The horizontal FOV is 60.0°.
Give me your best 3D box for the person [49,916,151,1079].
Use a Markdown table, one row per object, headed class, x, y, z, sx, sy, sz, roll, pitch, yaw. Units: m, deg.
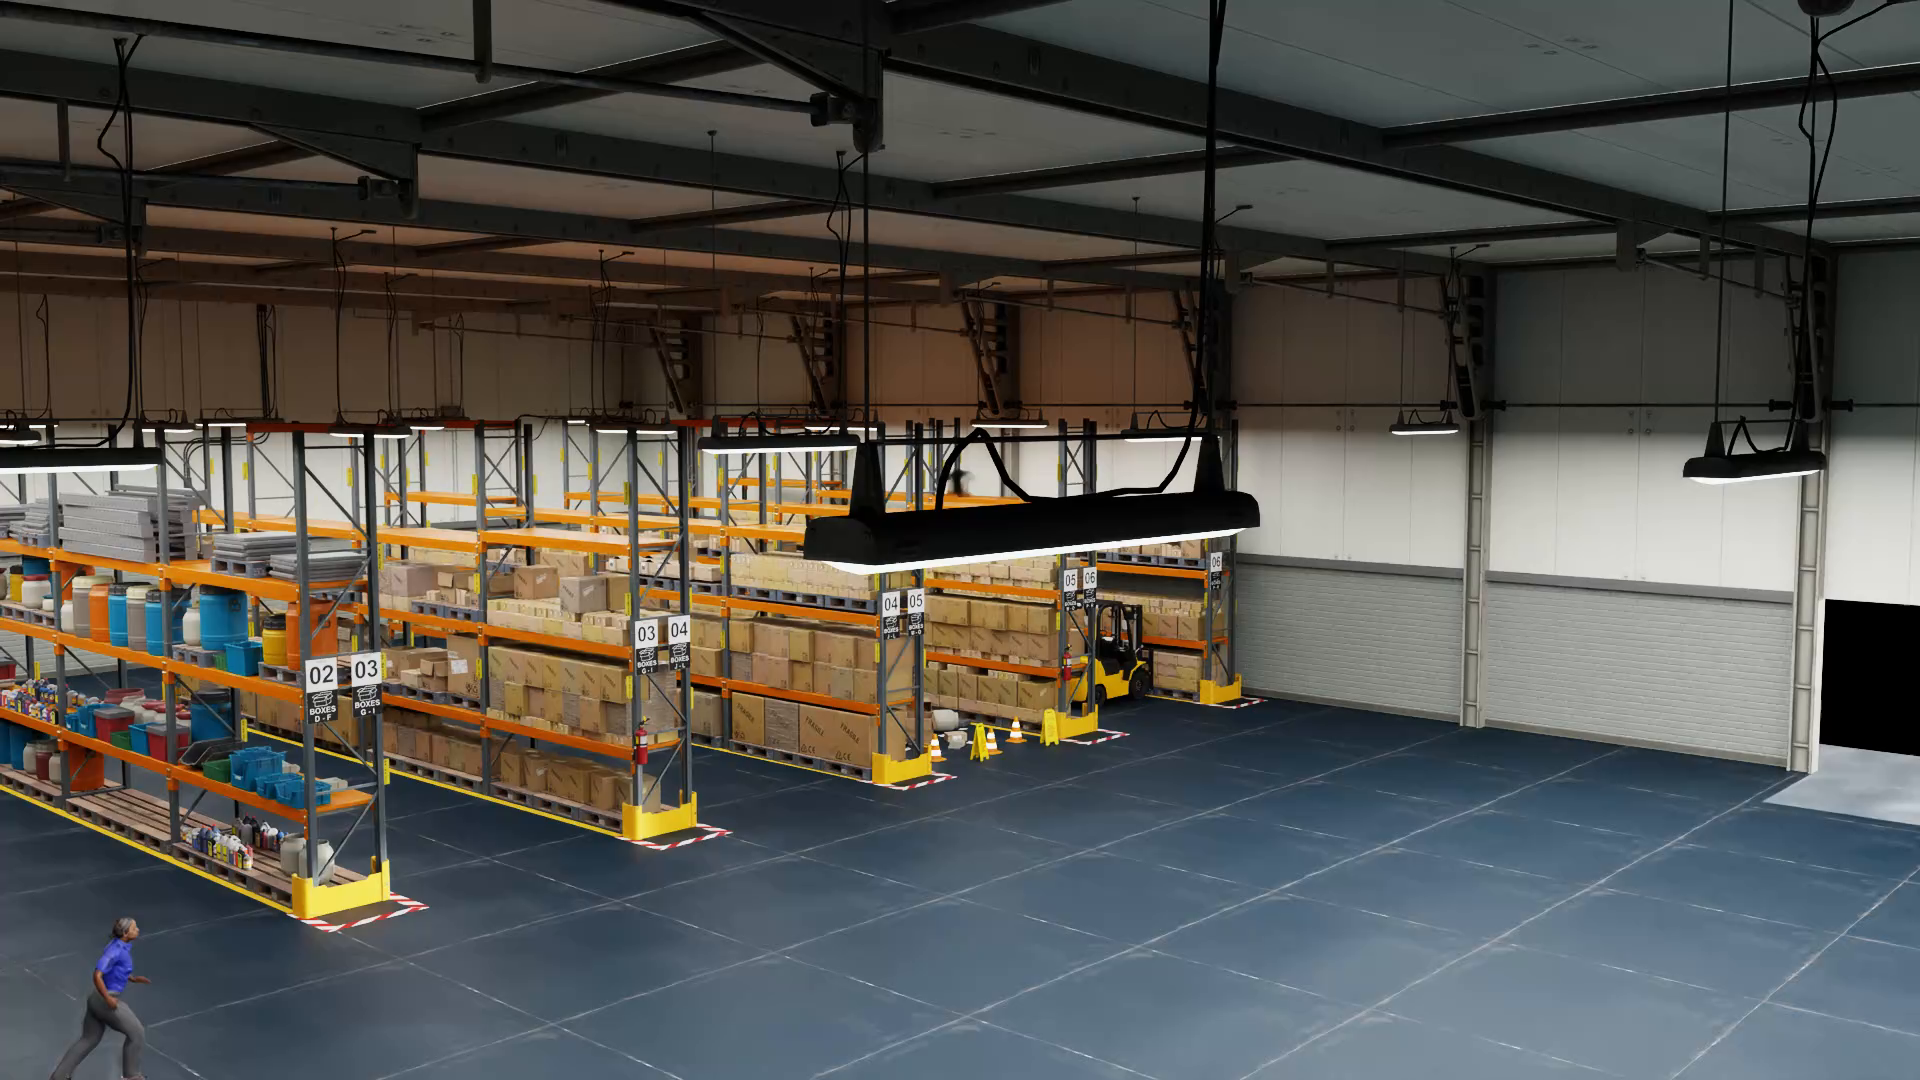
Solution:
| class | x | y | z | sx | sy | sz | roll | pitch | yaw |
| --- | --- | --- | --- | --- | --- | --- | --- | --- | --- |
| person | -7.872 | 4.297 | 15.214 | 0.865 | 1.664 | 0.603 | -3 | 5 | -31 |
